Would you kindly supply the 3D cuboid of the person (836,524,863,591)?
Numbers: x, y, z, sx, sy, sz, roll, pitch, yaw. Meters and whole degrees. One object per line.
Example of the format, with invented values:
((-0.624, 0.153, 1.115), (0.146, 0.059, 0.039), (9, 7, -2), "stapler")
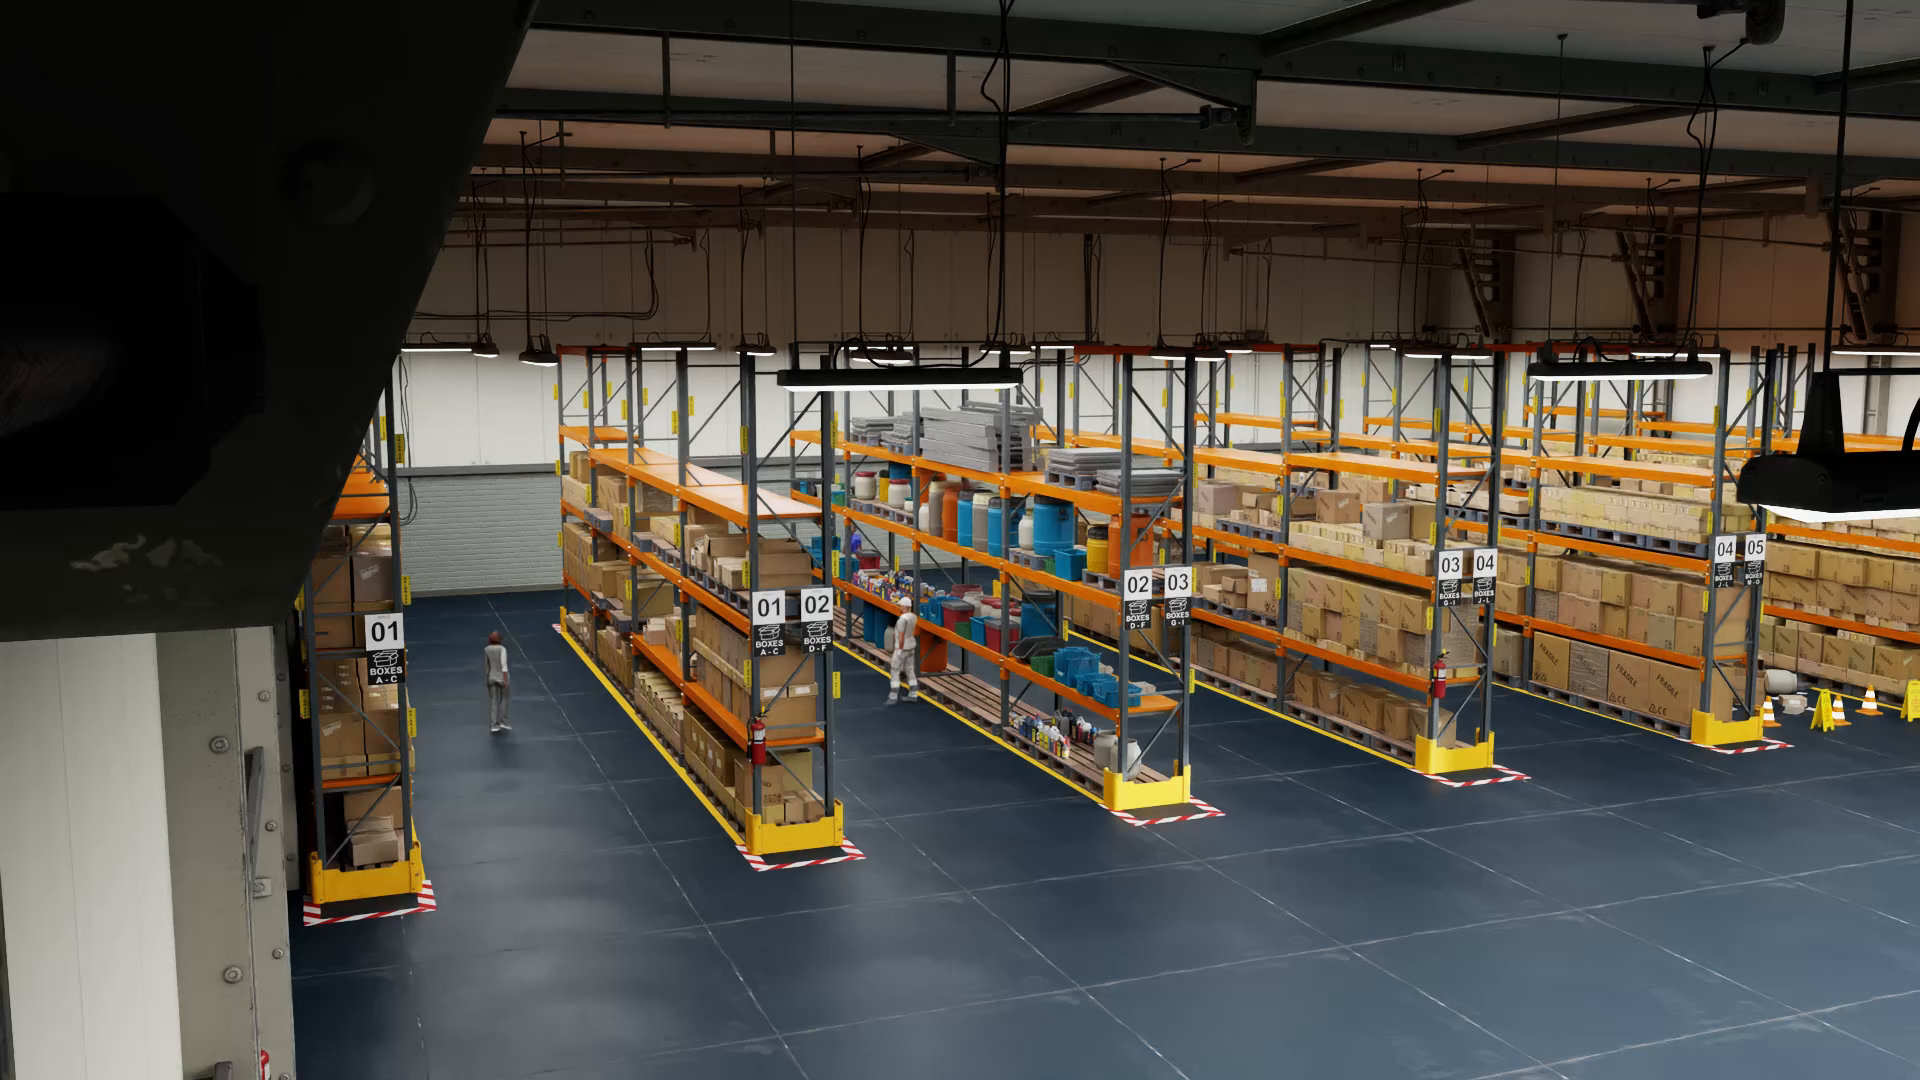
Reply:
((-2.632, 0.409, 40.290), (1.060, 1.585, 0.422), (-5, 9, -36), "person")

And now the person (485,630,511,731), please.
((-7.300, 2.236, 26.199), (0.411, 1.630, 0.580), (0, 7, 2), "person")

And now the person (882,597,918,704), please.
((-0.977, 1.886, 28.219), (0.499, 1.843, 0.597), (5, 9, 32), "person")
